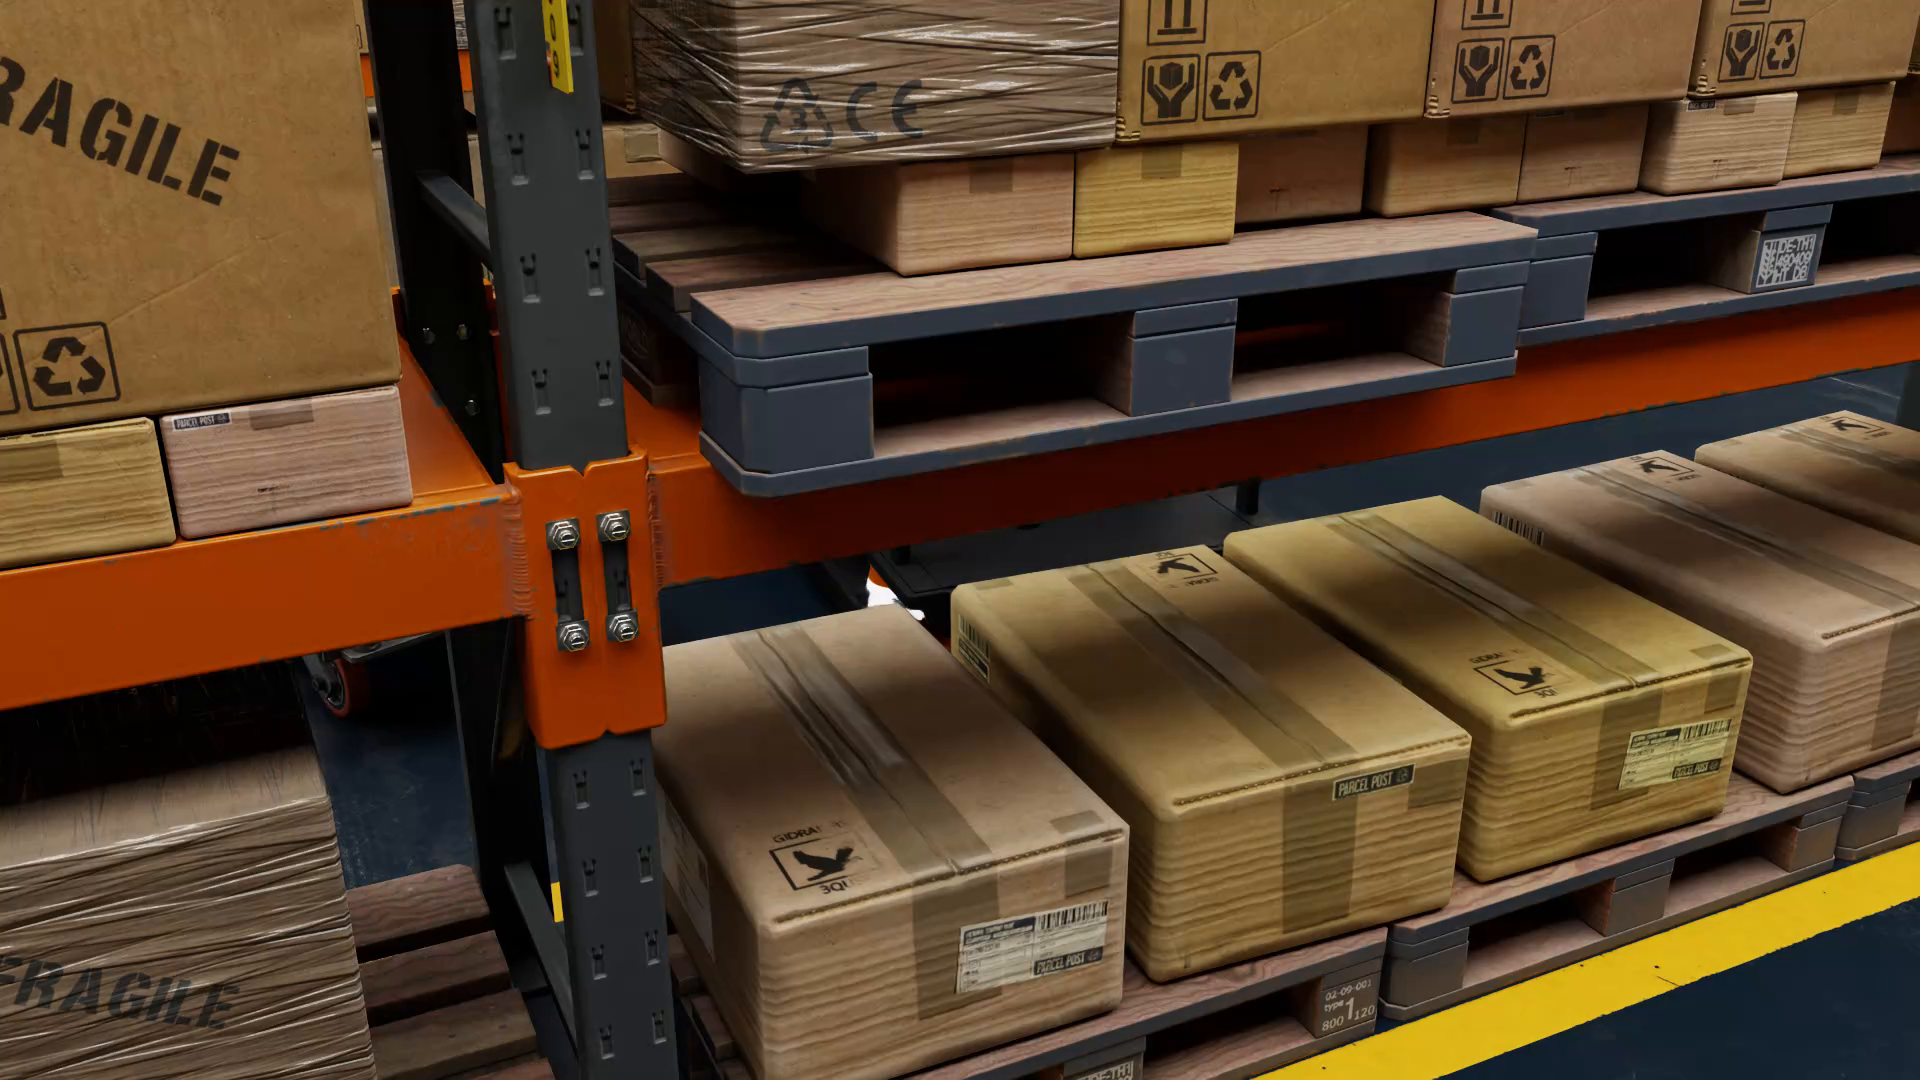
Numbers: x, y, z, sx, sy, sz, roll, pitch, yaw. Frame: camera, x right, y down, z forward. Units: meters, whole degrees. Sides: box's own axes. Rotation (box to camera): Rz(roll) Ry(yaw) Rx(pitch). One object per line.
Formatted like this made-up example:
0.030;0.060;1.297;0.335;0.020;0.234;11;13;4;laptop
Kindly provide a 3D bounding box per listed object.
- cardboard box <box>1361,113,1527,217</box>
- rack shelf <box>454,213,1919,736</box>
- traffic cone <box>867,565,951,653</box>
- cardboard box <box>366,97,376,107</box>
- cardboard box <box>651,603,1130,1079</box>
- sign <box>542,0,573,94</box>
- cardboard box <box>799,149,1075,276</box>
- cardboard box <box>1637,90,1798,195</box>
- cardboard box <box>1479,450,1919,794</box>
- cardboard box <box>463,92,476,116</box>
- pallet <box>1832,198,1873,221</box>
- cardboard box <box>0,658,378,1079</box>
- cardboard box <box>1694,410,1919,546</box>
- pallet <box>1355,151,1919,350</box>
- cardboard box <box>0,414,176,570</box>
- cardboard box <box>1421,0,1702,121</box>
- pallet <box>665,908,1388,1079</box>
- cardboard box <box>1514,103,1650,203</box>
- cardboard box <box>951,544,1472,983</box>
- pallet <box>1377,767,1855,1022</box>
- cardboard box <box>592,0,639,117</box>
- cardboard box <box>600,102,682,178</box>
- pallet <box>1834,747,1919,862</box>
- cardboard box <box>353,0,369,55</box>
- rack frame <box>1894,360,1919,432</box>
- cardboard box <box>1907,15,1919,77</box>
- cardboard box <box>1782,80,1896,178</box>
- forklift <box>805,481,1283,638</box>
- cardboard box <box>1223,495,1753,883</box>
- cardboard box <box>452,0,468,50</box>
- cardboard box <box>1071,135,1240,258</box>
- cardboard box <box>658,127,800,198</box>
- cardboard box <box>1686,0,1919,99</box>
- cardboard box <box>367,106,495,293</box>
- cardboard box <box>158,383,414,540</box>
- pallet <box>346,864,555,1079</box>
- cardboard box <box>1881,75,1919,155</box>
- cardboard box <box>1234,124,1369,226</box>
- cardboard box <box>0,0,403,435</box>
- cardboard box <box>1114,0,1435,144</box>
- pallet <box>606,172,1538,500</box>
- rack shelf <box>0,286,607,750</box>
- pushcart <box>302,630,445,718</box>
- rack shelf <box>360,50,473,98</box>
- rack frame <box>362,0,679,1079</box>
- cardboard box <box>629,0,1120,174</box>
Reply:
0.660;-0.627;2.621;0.250;0.149;0.380;-10;25;-23;cardboard box
1.126;-0.425;3.296;4.000;0.370;1.077;-10;25;-24;rack shelf
-0.166;0.058;4.504;0.334;0.463;0.336;-10;25;-24;traffic cone
-3.973;-3.056;11.405;0.500;0.500;0.700;-11;25;-24;cardboard box
-0.204;0.506;2.991;0.625;0.372;0.950;-10;25;-23;cardboard box
-0.434;-0.640;1.742;0.005;0.325;0.100;-10;25;-24;sign
-0.041;-0.487;2.283;0.250;0.149;0.380;-10;25;-23;cardboard box
1.146;-0.693;2.782;0.250;0.149;0.380;-9;24;-22;cardboard box
1.754;0.146;3.861;0.625;0.372;0.950;-11;25;-25;cardboard box
-3.469;-3.149;11.629;0.500;0.500;0.700;-13;26;-28;cardboard box
2.333;-0.846;3.622;1.003;0.211;1.213;-10;25;-24;pallet
-1.092;0.495;2.198;0.500;0.500;0.500;-11;25;-24;cardboard box
2.415;0.021;4.164;0.625;0.372;0.950;-12;25;-27;cardboard box
1.163;-0.658;3.169;1.213;0.211;1.003;-10;25;-24;pallet
-1.055;-0.108;1.917;0.250;0.149;0.380;-10;24;-22;cardboard box
0.774;-0.943;2.537;0.500;0.500;0.500;-11;25;-24;cardboard box
0.025;0.733;3.203;1.213;0.211;1.003;-10;25;-24;pallet
0.884;-0.667;2.719;0.250;0.149;0.380;-10;25;-23;cardboard box
0.442;0.386;3.282;0.625;0.372;0.950;-9;24;-20;cardboard box
1.126;0.529;3.696;1.213;0.211;1.003;-10;25;-24;pallet
-0.359;-0.959;2.577;0.500;0.500;0.500;-11;25;-25;cardboard box
-1.522;-1.562;7.494;0.750;0.750;1.050;-10;25;-24;cardboard box
2.224;0.328;4.181;1.213;0.211;1.003;-10;25;-24;pallet
-2.323;-2.156;6.405;0.500;0.500;0.500;-10;25;-23;cardboard box
2.928;-1.089;3.960;0.127;3.000;1.000;-10;25;-24;rack frame
1.724;-1.122;2.970;0.500;0.500;0.500;-12;25;-27;cardboard box
1.373;-0.747;2.913;0.250;0.149;0.380;-11;25;-25;cardboard box
0.218;-1.129;4.145;1.130;2.935;3.031;-8;24;-19;forklift
1.068;0.270;3.562;0.625;0.372;0.950;-10;24;-22;cardboard box
-1.868;-2.240;6.608;0.500;0.500;0.500;-10;25;-23;cardboard box
0.188;-0.525;2.376;0.250;0.149;0.380;-10;24;-23;cardboard box
-0.332;-0.684;2.760;0.250;0.149;0.380;-10;25;-23;cardboard box
1.232;-1.032;2.752;0.500;0.500;0.500;-12;25;-26;cardboard box
-2.393;-1.403;7.111;0.750;0.750;1.050;-11;25;-24;cardboard box
-0.833;-0.151;2.022;0.250;0.149;0.380;-11;25;-24;cardboard box
-1.266;0.986;2.592;1.213;0.211;1.003;-10;25;-24;pallet
1.564;-0.817;3.082;0.250;0.149;0.380;-10;25;-23;cardboard box
0.410;-0.598;2.553;0.250;0.149;0.380;-9;24;-20;cardboard box
-0.968;-0.450;1.896;0.500;0.500;0.500;-11;25;-25;cardboard box
0.322;-0.866;2.351;0.500;0.500;0.500;-10;25;-23;cardboard box
0.076;-0.414;2.579;1.213;0.211;1.003;-10;25;-24;pallet
-2.478;0.238;1.693;4.000;0.370;1.077;-10;25;-24;rack shelf
-1.710;0.008;4.736;1.648;0.377;0.936;20;30;40;pushcart
-1.112;-2.114;7.376;4.000;0.370;1.077;-10;25;-24;rack shelf
-0.676;-0.426;2.357;0.127;3.000;1.000;-10;25;-24;rack frame
-0.129;-0.782;2.150;0.500;0.500;0.500;-10;24;-22;cardboard box
